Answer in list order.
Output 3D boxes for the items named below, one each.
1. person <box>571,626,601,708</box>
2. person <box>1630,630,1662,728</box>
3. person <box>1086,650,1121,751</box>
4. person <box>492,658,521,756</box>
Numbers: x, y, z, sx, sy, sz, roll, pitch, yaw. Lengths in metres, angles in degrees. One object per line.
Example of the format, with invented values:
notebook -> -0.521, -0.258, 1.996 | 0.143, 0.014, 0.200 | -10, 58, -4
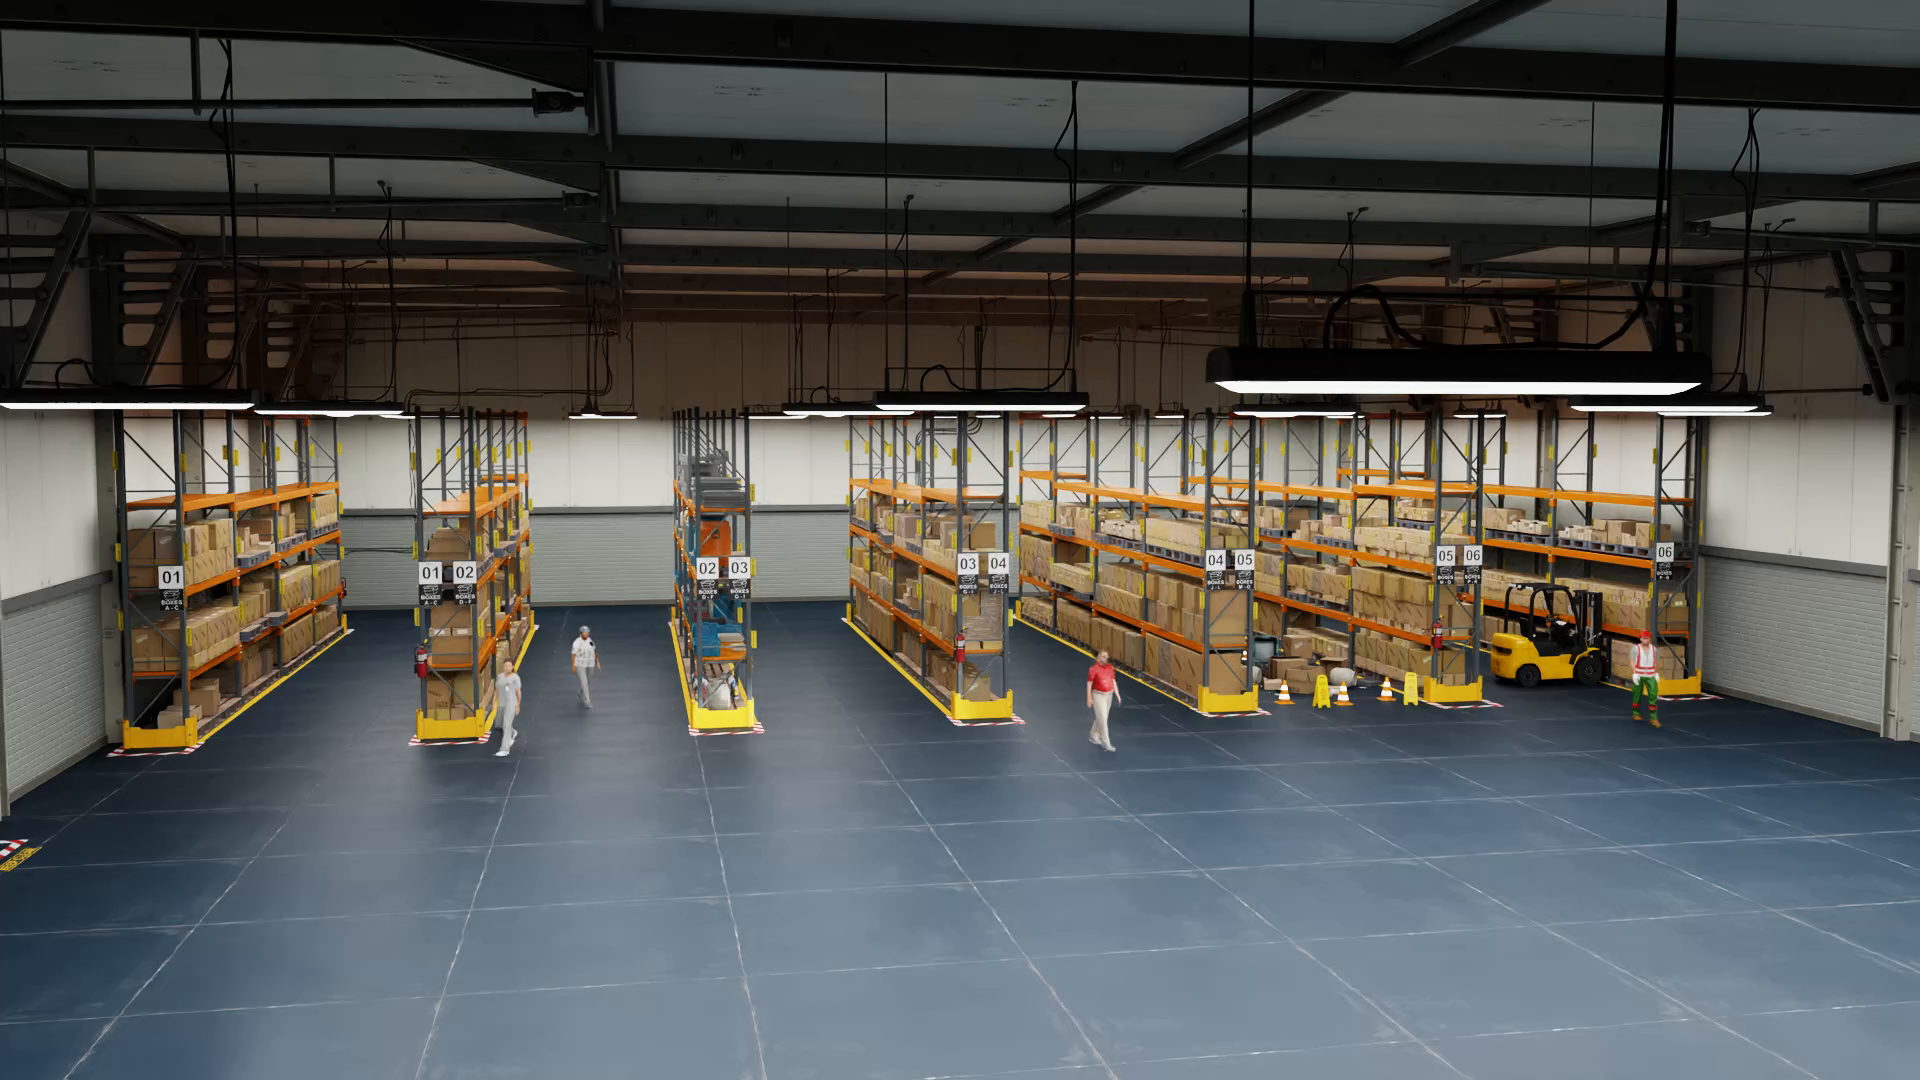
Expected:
person -> -7.552, 2.524, 33.438 | 0.547, 1.599, 1.078 | -3, 5, -37
person -> 12.985, 2.607, 31.475 | 0.577, 1.804, 0.805 | 1, 4, 11
person -> 2.546, 2.781, 29.178 | 0.563, 1.701, 0.850 | -4, 6, -44
person -> -7.798, 2.850, 28.653 | 0.465, 1.650, 0.843 | 1, 4, 16
